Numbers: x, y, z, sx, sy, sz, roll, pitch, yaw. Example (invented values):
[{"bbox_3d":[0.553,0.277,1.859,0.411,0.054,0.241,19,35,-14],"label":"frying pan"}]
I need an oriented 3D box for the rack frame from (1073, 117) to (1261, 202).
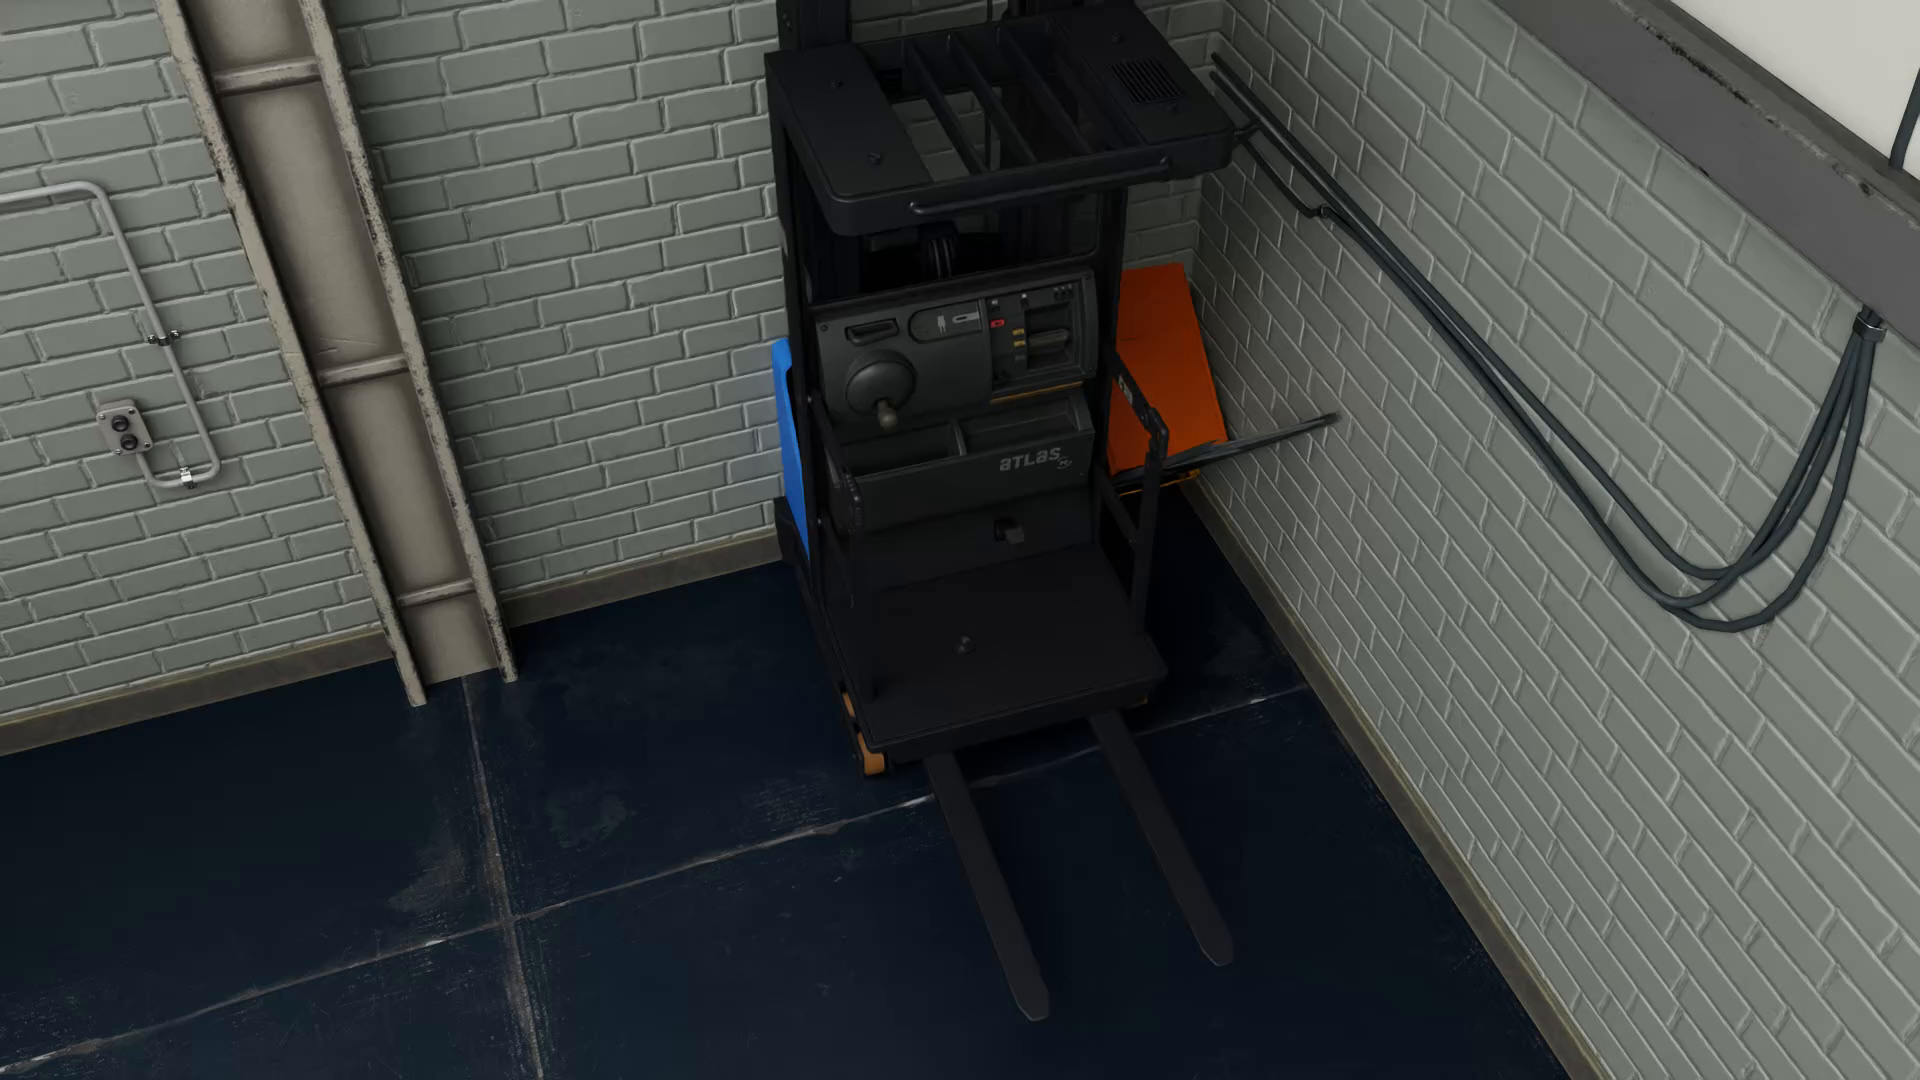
[{"bbox_3d":[0.582,-1.271,6.203,0.500,1.500,0.032,-14,88,-17],"label":"rack frame"}]

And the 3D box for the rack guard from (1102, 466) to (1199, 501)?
[{"bbox_3d":[0.656,-0.224,6.770,0.587,0.250,0.087,-14,88,-17],"label":"rack guard"}]

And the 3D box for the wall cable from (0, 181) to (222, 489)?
[{"bbox_3d":[-3.251,-0.663,4.576,1.851,1.984,0.084,-14,47,-14],"label":"wall cable"}]

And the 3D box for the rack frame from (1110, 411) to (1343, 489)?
[{"bbox_3d":[0.831,-0.285,6.173,0.500,1.500,0.032,-14,88,-17],"label":"rack frame"}]

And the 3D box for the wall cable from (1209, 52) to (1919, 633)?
[{"bbox_3d":[1.307,-1.510,4.094,0.112,2.526,3.097,-14,47,-14],"label":"wall cable"}]

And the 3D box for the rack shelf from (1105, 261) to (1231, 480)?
[{"bbox_3d":[0.657,-0.760,6.360,0.538,0.185,1.000,-14,88,-17],"label":"rack shelf"}]

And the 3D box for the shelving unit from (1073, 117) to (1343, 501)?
[{"bbox_3d":[0.709,-0.769,6.188,0.587,1.500,1.083,-14,88,-17],"label":"shelving unit"}]

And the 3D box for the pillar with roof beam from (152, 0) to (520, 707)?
[{"bbox_3d":[-0.427,0.158,0.239,0.400,9.000,9.100,-14,47,-14],"label":"pillar with roof beam"}]

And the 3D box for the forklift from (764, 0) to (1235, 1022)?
[{"bbox_3d":[0.069,-0.524,5.203,1.130,2.935,3.031,-13,46,-12],"label":"forklift"}]
